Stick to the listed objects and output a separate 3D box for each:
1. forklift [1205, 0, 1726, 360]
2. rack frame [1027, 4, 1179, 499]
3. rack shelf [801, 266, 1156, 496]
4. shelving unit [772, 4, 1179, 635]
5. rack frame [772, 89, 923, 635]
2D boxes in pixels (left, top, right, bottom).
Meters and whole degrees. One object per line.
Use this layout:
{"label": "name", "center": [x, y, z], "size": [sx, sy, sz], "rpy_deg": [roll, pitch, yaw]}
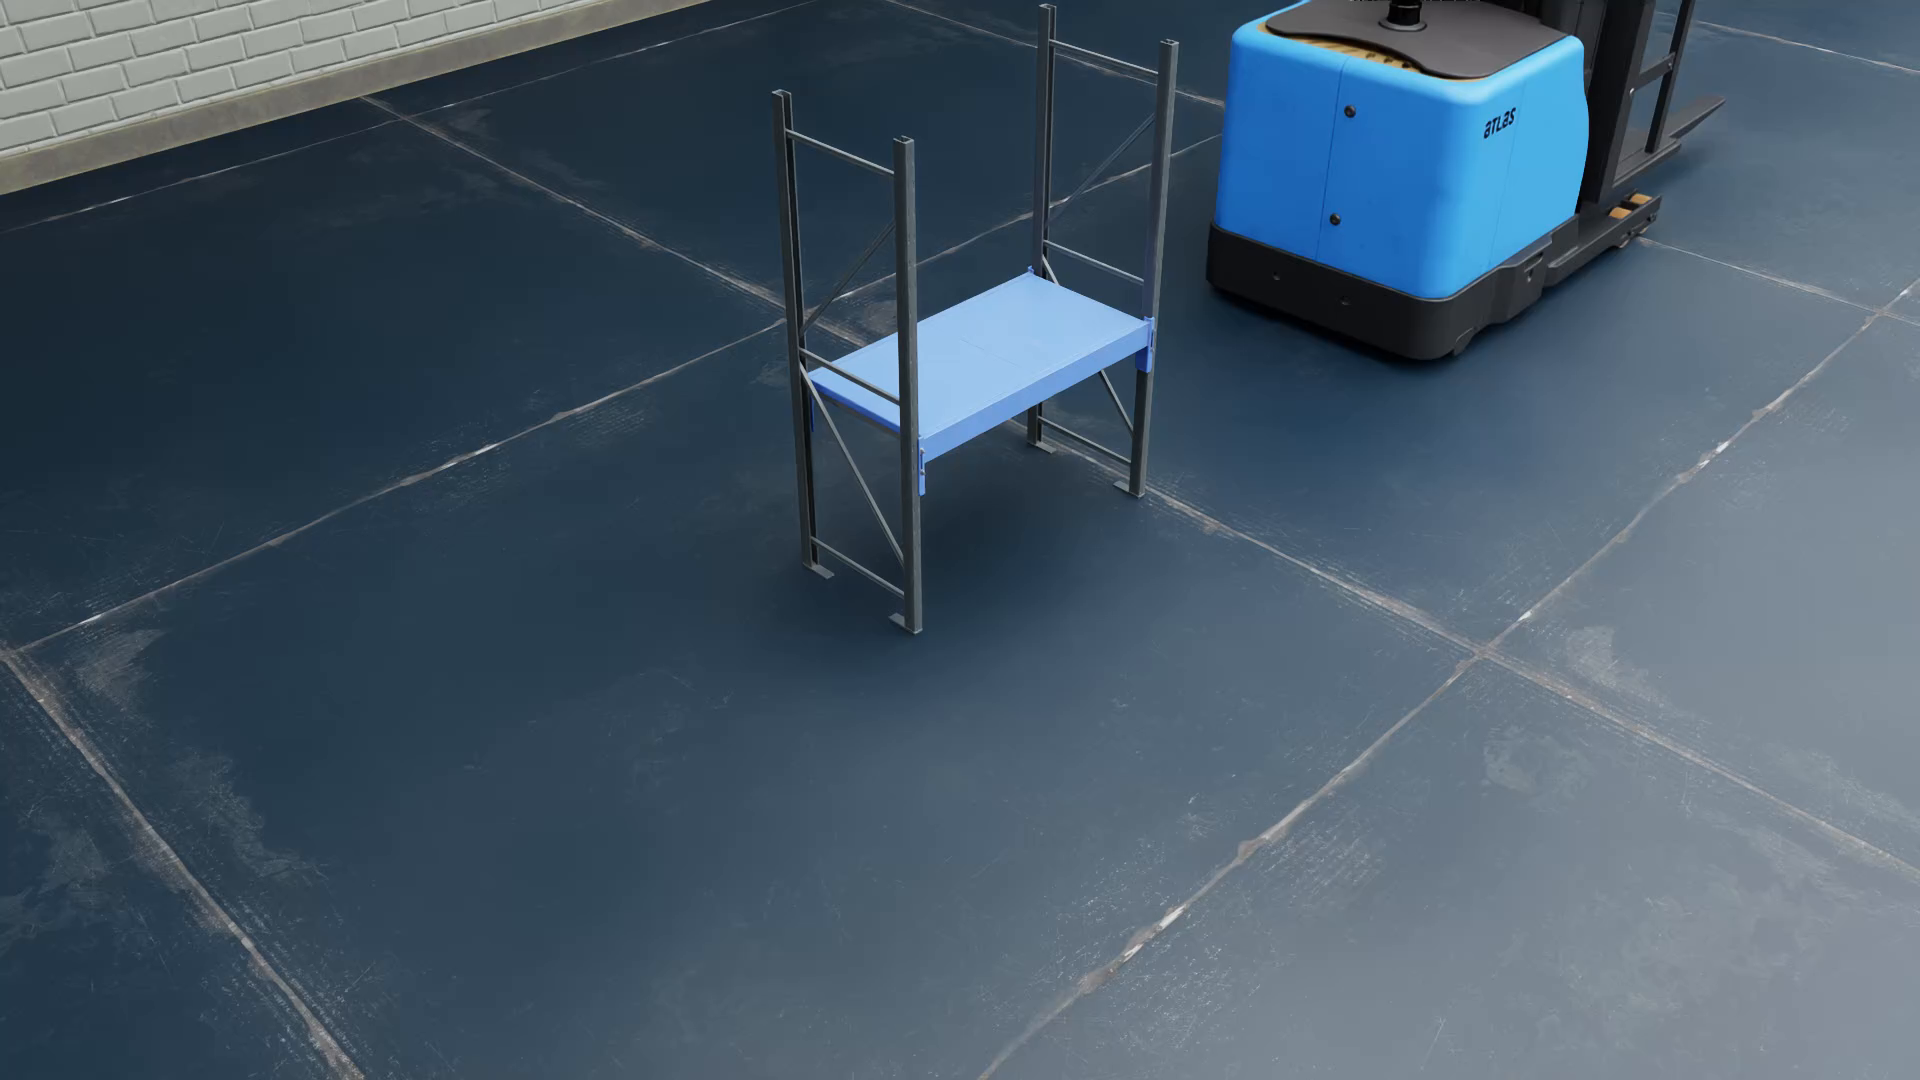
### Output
{"label": "forklift", "center": [2.349, -2.613, 6.434], "size": [1.130, 2.935, 3.031], "rpy_deg": [28, 44, 34]}
{"label": "rack frame", "center": [0.418, -0.856, 5.167], "size": [0.500, 1.500, 0.032], "rpy_deg": [30, 45, 35]}
{"label": "rack shelf", "center": [0.060, -0.502, 4.974], "size": [0.538, 0.185, 1.000], "rpy_deg": [30, 45, 35]}
{"label": "shelving unit", "center": [0.060, -0.650, 4.871], "size": [0.538, 1.500, 1.048], "rpy_deg": [30, 45, 35]}
{"label": "rack frame", "center": [-0.298, -0.443, 4.575], "size": [0.500, 1.500, 0.032], "rpy_deg": [30, 45, 35]}
